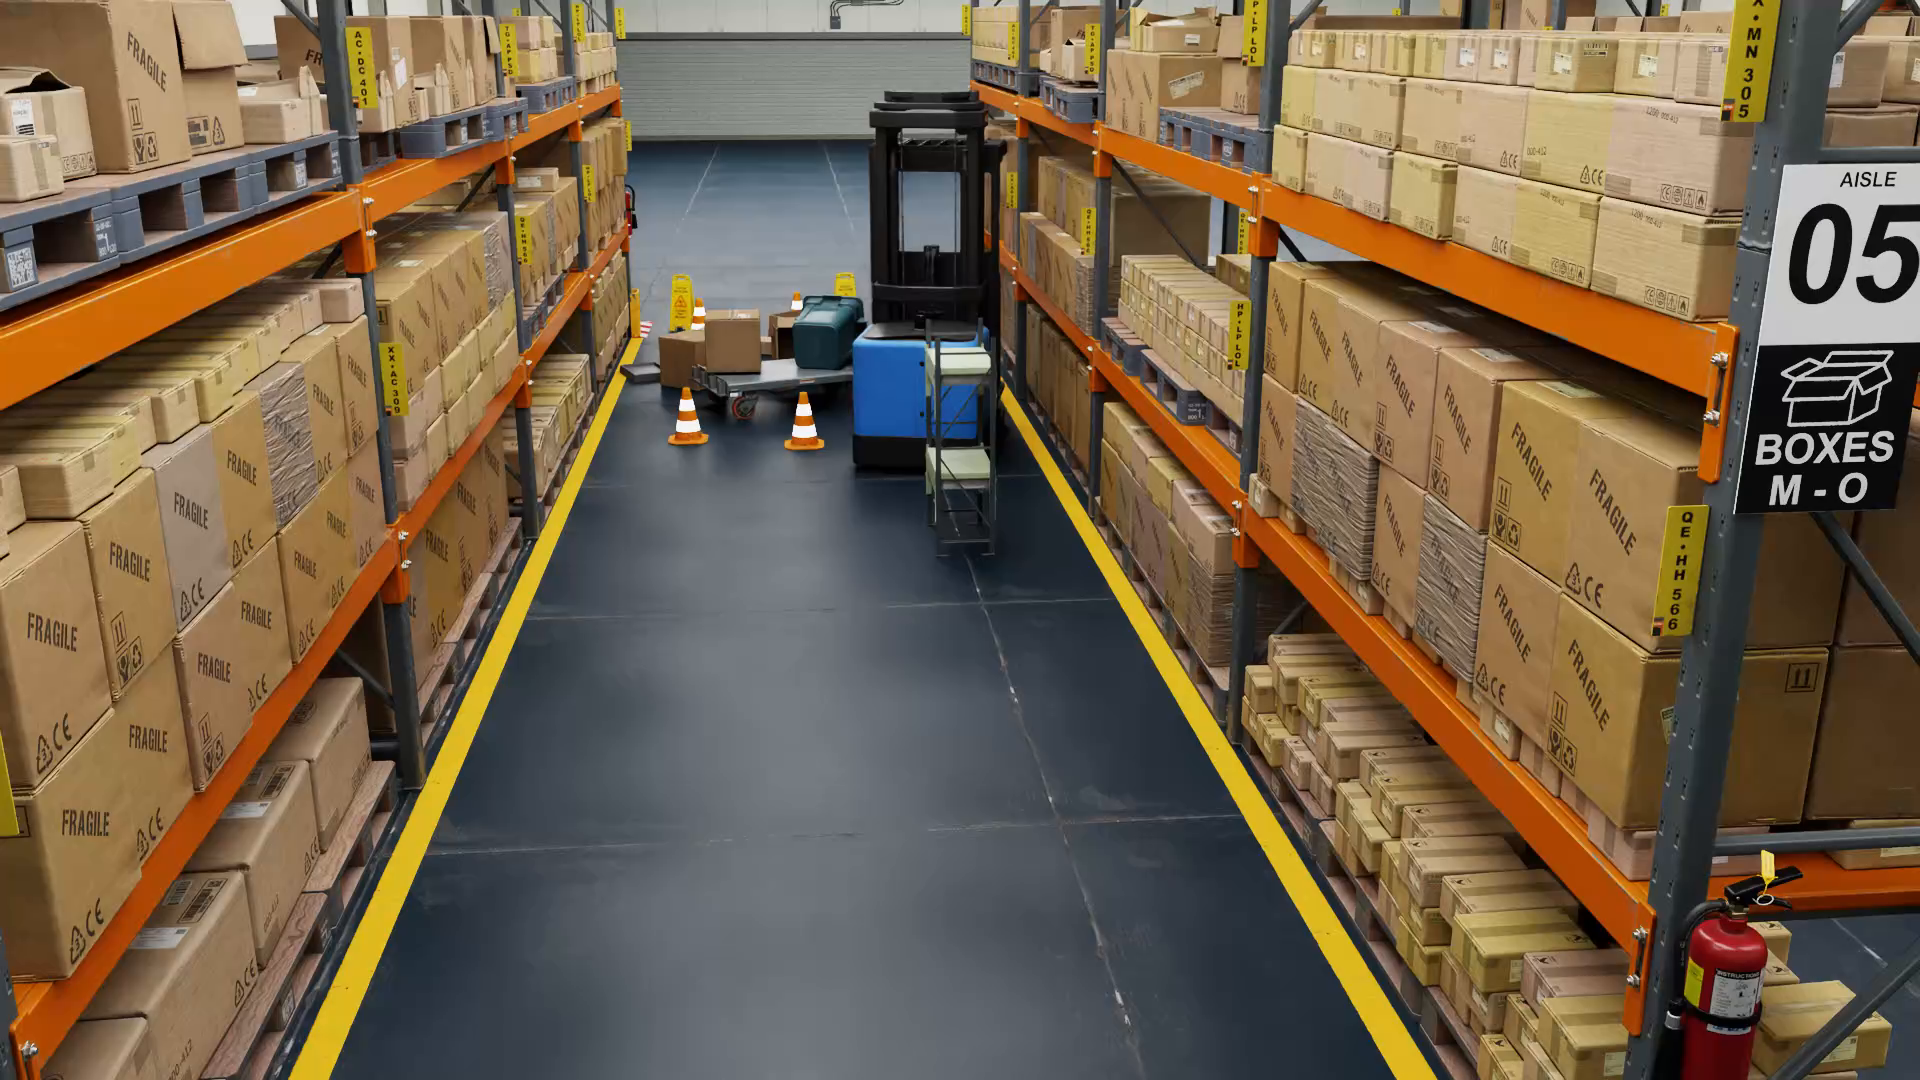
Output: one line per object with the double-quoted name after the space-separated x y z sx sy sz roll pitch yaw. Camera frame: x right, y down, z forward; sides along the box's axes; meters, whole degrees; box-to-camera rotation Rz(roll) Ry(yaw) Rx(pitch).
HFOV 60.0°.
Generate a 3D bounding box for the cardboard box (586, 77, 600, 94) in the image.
-3.713 -4.423 16.170 0.380 0.149 0.250 -2 18 -7 "cardboard box"

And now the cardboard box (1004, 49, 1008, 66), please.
0.624 -4.618 15.922 0.380 0.149 0.250 -2 17 -5 "cardboard box"

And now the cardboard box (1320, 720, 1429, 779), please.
1.728 0.874 6.952 0.380 0.149 0.250 -1 17 -4 "cardboard box"

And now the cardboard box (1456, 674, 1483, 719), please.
1.881 0.495 5.513 0.380 0.149 0.250 -3 18 -8 "cardboard box"

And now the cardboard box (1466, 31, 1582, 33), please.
2.178 -1.896 6.451 0.380 0.149 0.250 -1 17 -4 "cardboard box"

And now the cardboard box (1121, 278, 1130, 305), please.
1.297 -1.688 11.269 0.380 0.149 0.250 -1 17 -3 "cardboard box"

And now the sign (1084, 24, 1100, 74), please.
0.894 -3.317 11.232 0.100 0.325 0.005 -2 18 -6 "sign"

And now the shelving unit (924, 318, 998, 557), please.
-0.001 -0.718 11.459 0.431 1.500 0.755 -2 18 -6 "shelving unit"

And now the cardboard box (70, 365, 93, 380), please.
-3.098 -0.595 5.644 0.380 0.149 0.250 -2 18 -6 "cardboard box"

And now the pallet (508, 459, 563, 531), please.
-3.545 -0.336 12.394 1.003 0.211 1.213 -2 18 -6 "pallet"

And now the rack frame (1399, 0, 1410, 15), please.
5.566 -6.985 18.903 1.000 3.000 0.127 -2 18 -6 "rack frame"

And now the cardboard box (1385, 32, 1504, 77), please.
1.736 -1.725 5.908 0.380 0.149 0.250 -1 17 -3 "cardboard box"

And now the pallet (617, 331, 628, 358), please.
-4.235 -2.220 18.397 1.003 0.211 1.213 -2 18 -6 "pallet"

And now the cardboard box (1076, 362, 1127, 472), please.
1.474 -0.927 12.678 1.050 0.750 0.750 -2 18 -6 "cardboard box"

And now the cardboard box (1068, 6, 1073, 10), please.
1.255 -5.094 16.106 0.380 0.149 0.250 -2 18 -7 "cardboard box"

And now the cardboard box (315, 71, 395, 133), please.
-2.757 -1.969 7.455 0.396 0.266 0.258 -2 18 -6 "cardboard box"

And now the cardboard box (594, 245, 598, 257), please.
-3.719 -2.835 16.120 0.380 0.149 0.250 -1 17 -4 "cardboard box"

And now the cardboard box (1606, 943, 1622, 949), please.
2.388 1.468 5.556 0.380 0.149 0.250 -2 17 -5 "cardboard box"

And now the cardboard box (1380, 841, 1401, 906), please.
1.804 1.251 6.246 0.380 0.149 0.250 -1 17 -3 "cardboard box"

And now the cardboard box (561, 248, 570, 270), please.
-3.449 -2.330 13.809 0.380 0.149 0.250 -2 18 -5 "cardboard box"

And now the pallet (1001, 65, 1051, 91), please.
0.960 -4.441 15.955 1.003 0.211 1.213 -2 18 -6 "pallet"

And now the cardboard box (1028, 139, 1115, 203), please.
1.030 -3.506 15.782 0.875 0.550 0.550 -2 18 -6 "cardboard box"

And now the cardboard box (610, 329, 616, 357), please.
-3.795 -2.014 16.974 0.500 0.250 0.500 -2 18 -6 "cardboard box"

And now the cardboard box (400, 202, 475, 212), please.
-3.907 -2.254 12.484 0.500 0.500 0.500 -3 18 -9 "cardboard box"

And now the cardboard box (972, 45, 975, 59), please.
0.338 -5.447 18.563 0.380 0.149 0.250 -2 18 -5 "cardboard box"

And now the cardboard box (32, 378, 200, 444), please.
-2.522 -0.385 4.977 0.380 0.149 0.250 -2 18 -5 "cardboard box"

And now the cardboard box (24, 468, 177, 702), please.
-2.468 0.120 4.451 0.500 0.500 0.500 -2 18 -7 "cardboard box"

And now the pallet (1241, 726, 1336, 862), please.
1.964 1.105 7.805 1.003 0.211 1.213 -2 18 -6 "pallet"

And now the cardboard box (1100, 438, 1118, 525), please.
1.266 -0.405 11.432 0.500 0.500 0.500 -3 18 -8 "cardboard box"

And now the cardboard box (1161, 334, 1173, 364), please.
1.431 -1.162 10.089 0.380 0.149 0.250 -2 17 -5 "cardboard box"

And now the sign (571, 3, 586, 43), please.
-3.327 -4.509 14.502 0.100 0.325 0.005 -2 18 -6 "sign"

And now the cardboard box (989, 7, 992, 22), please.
0.496 -5.375 17.003 0.380 0.149 0.250 -2 17 -5 "cardboard box"

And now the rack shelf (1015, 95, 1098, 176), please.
1.241 -3.300 13.374 1.077 0.370 4.000 -2 18 -6 "rack shelf"

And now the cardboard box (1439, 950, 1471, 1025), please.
1.903 1.549 5.795 0.380 0.149 0.250 -2 18 -5 "cardboard box"

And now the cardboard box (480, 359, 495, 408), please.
-3.052 -0.917 9.839 0.500 0.250 0.500 -2 18 -6 "cardboard box"

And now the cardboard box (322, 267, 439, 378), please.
-2.893 -1.057 8.199 0.500 0.500 0.500 -2 18 -6 "cardboard box"

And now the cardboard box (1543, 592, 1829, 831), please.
1.970 0.452 4.567 0.500 0.500 0.500 -1 17 -5 "cardboard box"

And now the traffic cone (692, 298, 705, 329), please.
-2.964 -2.518 18.925 0.336 0.463 0.334 -2 18 -6 "traffic cone"

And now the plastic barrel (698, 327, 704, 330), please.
-2.573 -2.019 17.401 0.512 0.421 0.421 11 21 32 "plastic barrel"

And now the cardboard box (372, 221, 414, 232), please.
-3.598 -1.656 10.107 0.500 0.500 0.500 -2 18 -5 "cardboard box"

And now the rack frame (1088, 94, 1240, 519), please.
1.447 -1.616 11.817 1.000 3.000 0.127 -2 18 -6 "rack frame"

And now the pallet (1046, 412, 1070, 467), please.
1.318 -0.886 14.146 1.003 0.211 1.213 -2 18 -6 "pallet"

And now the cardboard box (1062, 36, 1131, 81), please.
1.041 -3.555 12.266 0.500 0.311 0.500 -2 18 -6 "cardboard box"

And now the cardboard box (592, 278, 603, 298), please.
-3.624 -2.404 15.881 0.380 0.149 0.250 -2 17 -5 "cardboard box"

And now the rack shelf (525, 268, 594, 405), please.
-3.673 -1.686 13.240 1.077 0.370 4.000 -2 18 -6 "rack shelf"

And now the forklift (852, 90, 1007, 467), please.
-0.183 -2.368 14.327 1.130 2.935 3.031 2 18 6 "forklift"

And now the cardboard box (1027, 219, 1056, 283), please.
0.874 -2.540 14.594 0.500 0.500 0.500 -2 18 -5 "cardboard box"

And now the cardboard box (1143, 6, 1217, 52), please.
1.333 -3.103 10.100 0.396 0.266 0.258 -2 18 -6 "cardboard box"

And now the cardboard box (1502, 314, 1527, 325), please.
2.274 -0.653 6.415 0.500 0.500 0.500 -1 17 -4 "cardboard box"

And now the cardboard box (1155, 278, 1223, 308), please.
1.410 -1.524 10.249 0.380 0.149 0.250 -1 17 -3 "cardboard box"

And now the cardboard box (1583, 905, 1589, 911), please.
2.401 1.248 5.759 0.380 0.149 0.250 -3 18 -8 "cardboard box"

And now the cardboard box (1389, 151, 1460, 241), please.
1.790 -1.177 5.662 0.500 0.250 0.500 -1 17 -3 "cardboard box"

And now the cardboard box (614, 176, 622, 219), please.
-3.914 -3.704 17.803 0.500 0.500 0.500 -2 18 -6 "cardboard box"

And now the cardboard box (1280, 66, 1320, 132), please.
1.670 -1.872 7.039 0.500 0.250 0.500 -1 17 -4 "cardboard box"

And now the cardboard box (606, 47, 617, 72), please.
-3.971 -5.174 17.896 0.500 0.250 0.500 -2 18 -6 "cardboard box"

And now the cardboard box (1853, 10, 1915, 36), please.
6.598 -3.605 12.141 0.500 0.500 0.500 -2 18 -5 "cardboard box"

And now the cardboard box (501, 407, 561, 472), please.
-3.599 -0.768 12.801 0.950 0.372 0.625 -2 18 -7 "cardboard box"

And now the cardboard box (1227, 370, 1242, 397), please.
1.594 -0.838 8.559 0.380 0.149 0.250 -2 18 -5 "cardboard box"
